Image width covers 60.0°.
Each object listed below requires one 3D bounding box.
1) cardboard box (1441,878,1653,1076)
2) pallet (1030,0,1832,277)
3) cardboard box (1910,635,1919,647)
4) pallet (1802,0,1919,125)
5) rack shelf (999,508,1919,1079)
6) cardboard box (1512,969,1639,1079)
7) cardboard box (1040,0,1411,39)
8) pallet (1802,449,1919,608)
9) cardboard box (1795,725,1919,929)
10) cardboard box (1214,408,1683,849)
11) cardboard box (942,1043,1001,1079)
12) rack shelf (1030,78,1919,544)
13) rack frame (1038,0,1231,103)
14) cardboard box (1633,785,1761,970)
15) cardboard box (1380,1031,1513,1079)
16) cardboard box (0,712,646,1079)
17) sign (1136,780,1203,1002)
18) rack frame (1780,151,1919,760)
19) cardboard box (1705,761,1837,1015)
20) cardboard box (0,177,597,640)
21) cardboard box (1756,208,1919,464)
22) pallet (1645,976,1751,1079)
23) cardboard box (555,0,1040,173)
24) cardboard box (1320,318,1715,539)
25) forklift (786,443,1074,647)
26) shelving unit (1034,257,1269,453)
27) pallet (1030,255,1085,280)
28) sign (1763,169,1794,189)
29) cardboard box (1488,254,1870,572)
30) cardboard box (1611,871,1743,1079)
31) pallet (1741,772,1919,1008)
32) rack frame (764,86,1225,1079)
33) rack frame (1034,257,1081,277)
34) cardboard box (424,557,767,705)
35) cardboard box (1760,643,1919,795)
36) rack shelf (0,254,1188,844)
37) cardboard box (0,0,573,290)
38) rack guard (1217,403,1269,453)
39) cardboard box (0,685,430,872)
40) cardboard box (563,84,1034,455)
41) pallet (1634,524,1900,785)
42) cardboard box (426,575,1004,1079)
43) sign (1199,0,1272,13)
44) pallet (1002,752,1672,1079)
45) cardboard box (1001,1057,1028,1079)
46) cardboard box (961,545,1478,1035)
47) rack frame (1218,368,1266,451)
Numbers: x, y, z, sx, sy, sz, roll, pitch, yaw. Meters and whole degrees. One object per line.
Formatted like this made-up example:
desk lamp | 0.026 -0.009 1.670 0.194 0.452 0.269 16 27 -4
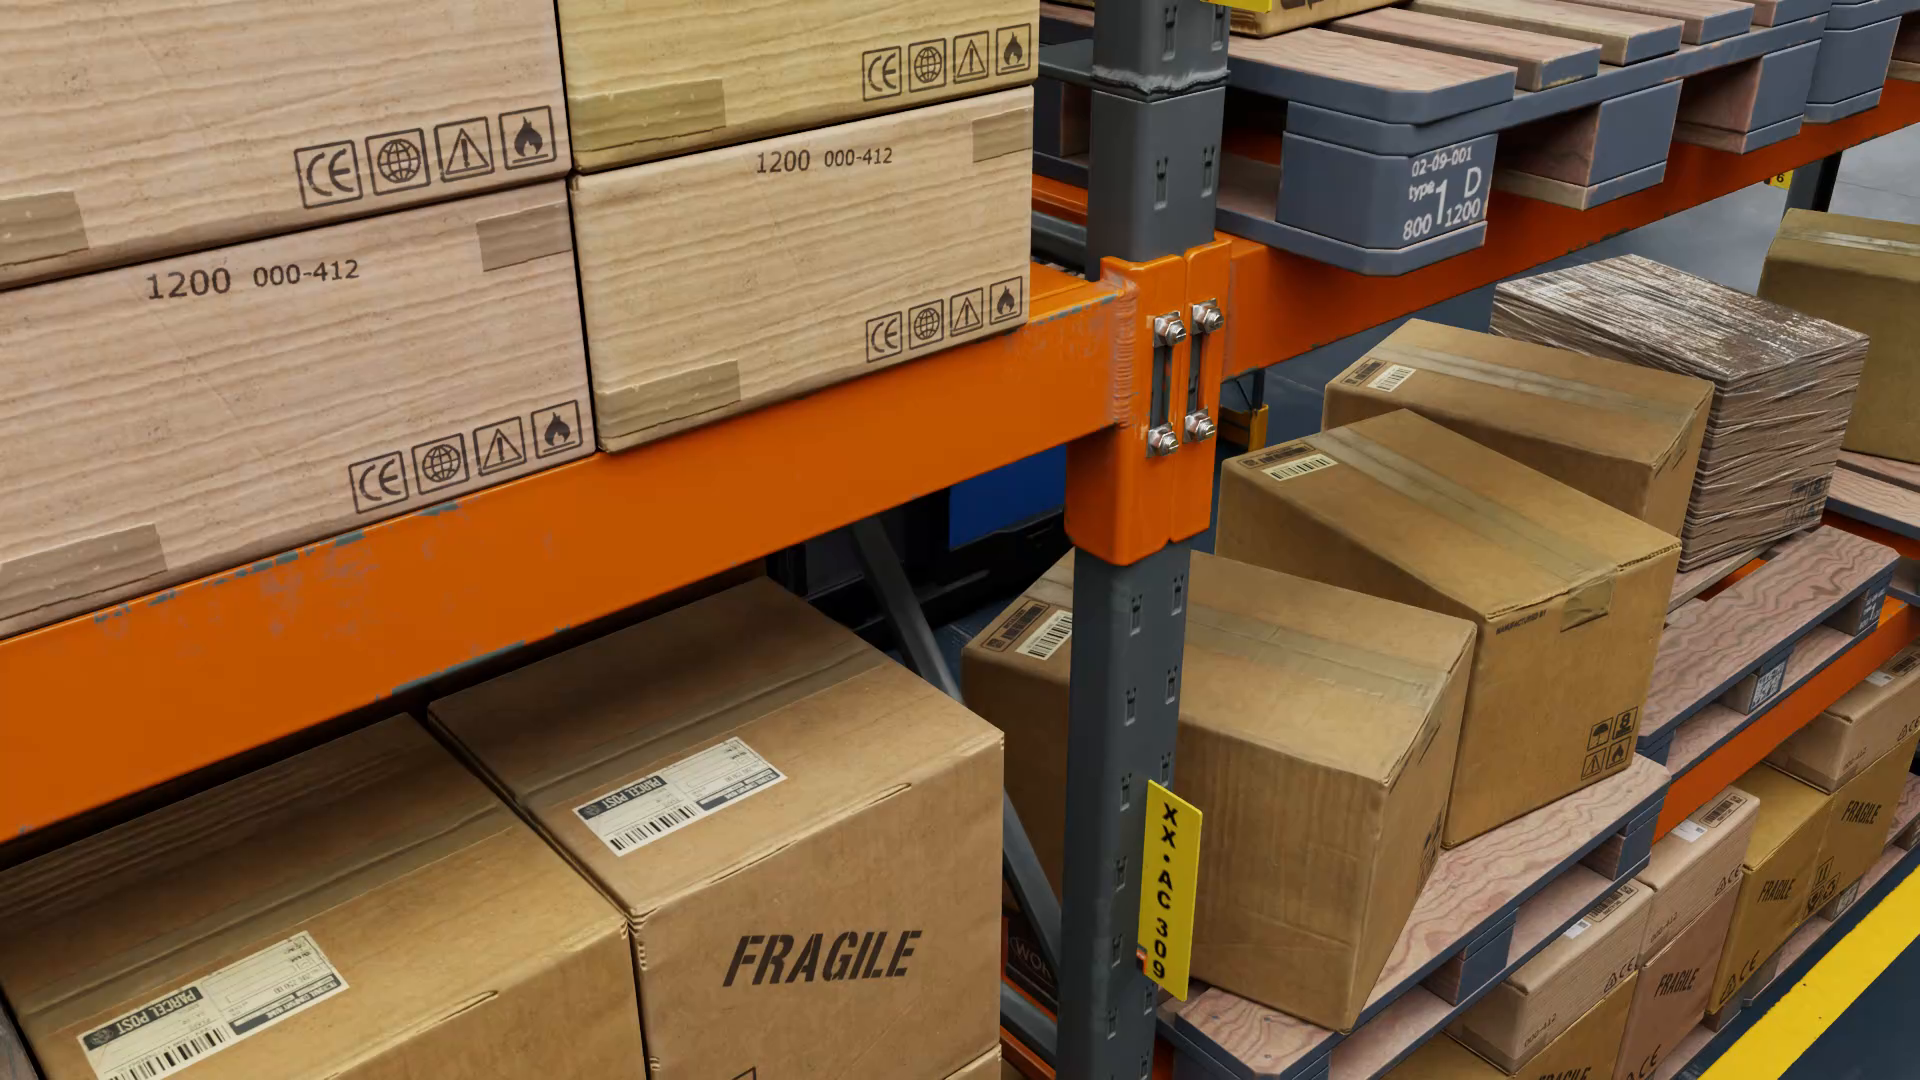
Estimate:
cardboard box | 1.208 0.878 3.813 0.500 0.250 0.500 -22 35 -35
pallet | 0.463 -0.747 2.482 1.003 0.211 1.213 -22 35 -35
cardboard box | 3.553 0.416 5.760 0.500 0.250 0.500 -22 35 -35
pallet | 1.250 -1.065 3.078 1.003 0.211 1.213 -22 35 -35
rack shelf | 1.443 0.373 4.133 4.000 0.370 1.077 -22 35 -35
cardboard box | 1.231 1.198 4.011 0.500 0.500 0.500 -21 35 -34
cardboard box | 0.352 -1.057 2.205 0.600 0.600 0.600 25 37 38
pallet | 2.494 -0.239 4.719 1.003 0.211 1.213 -22 35 -35
cardboard box | 2.405 0.722 4.901 0.500 0.500 0.500 -20 34 -33
cardboard box | 0.909 0.140 3.254 0.500 0.500 0.700 -16 32 -27
cardboard box | -0.293 0.868 2.337 0.500 0.500 0.500 -21 35 -34
rack shelf | 1.443 -0.950 3.426 4.000 0.370 1.077 -22 35 -35
rack frame | -0.079 -1.979 1.405 0.127 3.000 1.000 -22 35 -35
cardboard box | 1.589 0.725 4.101 0.500 0.250 0.500 -23 36 -36
cardboard box | 0.846 1.348 3.730 0.500 0.500 0.500 -21 35 -34
cardboard box | -0.684 0.587 1.801 0.500 0.500 0.500 -23 36 -36
sign | 0.279 0.478 2.255 0.005 0.325 0.100 -22 35 -35
rack frame | 2.964 -0.556 5.109 0.127 3.000 1.000 -22 35 -35
cardboard box | 2.011 0.881 4.605 0.500 0.500 0.500 -23 36 -37
cardboard box | -0.663 -0.196 1.411 0.500 0.250 0.500 -22 35 -35
cardboard box | 2.558 -0.553 4.550 0.700 0.500 0.500 15 32 26
pallet | 1.444 1.260 4.669 1.213 0.211 1.003 -22 35 -35
cardboard box | -0.273 -0.564 1.569 0.500 0.250 0.500 -22 35 -35
cardboard box | 1.225 -0.125 3.749 0.700 0.500 0.500 18 33 30
forklift | -0.712 -1.029 6.065 3.031 2.935 1.130 -22 35 -35
shelving unit | 0.875 -1.014 7.557 1.083 1.500 0.587 -22 35 -35
pallet | 0.366 -1.327 9.509 1.213 0.211 1.003 -22 35 -35
sign | 2.601 -1.265 5.206 0.005 0.325 0.100 -22 35 -35
cardboard box | 1.738 -0.341 4.154 0.500 0.500 0.700 -15 32 -26
cardboard box | 1.616 1.043 4.301 0.500 0.500 0.500 -23 36 -37
pallet | 2.372 0.888 5.364 1.213 0.211 1.003 -22 35 -35
rack frame | -0.079 0.667 2.819 0.127 3.000 1.000 -22 35 -35
rack frame | 0.496 -0.861 7.271 0.032 1.500 0.500 -22 35 -35
cardboard box | -0.620 0.226 2.479 0.500 0.500 0.500 -21 34 -34
cardboard box | 2.365 0.410 4.689 0.500 0.250 0.500 -20 34 -33
rack shelf | -1.600 0.274 1.136 4.000 0.370 1.077 -22 35 -35
cardboard box | -0.655 -0.412 1.285 0.500 0.250 0.500 -22 35 -35
rack guard | 1.254 -0.616 8.137 0.087 0.250 0.587 -22 35 -35
cardboard box | -1.012 0.384 2.183 0.500 0.500 0.500 -23 36 -36
cardboard box | -0.276 -0.345 1.690 0.500 0.250 0.500 -22 35 -35
pallet | 1.488 0.125 4.037 1.213 0.211 1.003 -22 35 -35
cardboard box | -0.296 0.430 2.096 0.500 0.500 0.500 -22 35 -35
sign | 0.279 -0.691 1.630 0.005 0.325 0.100 -22 35 -35
pallet | 0.600 0.547 3.248 1.213 0.211 1.003 -22 35 -35
cardboard box | 0.110 1.322 3.779 0.500 0.500 0.500 -22 35 -35
cardboard box | 0.427 0.373 2.817 0.700 0.500 0.500 15 32 26
rack frame | 1.269 -1.173 7.853 0.032 1.500 0.500 -22 35 -35
